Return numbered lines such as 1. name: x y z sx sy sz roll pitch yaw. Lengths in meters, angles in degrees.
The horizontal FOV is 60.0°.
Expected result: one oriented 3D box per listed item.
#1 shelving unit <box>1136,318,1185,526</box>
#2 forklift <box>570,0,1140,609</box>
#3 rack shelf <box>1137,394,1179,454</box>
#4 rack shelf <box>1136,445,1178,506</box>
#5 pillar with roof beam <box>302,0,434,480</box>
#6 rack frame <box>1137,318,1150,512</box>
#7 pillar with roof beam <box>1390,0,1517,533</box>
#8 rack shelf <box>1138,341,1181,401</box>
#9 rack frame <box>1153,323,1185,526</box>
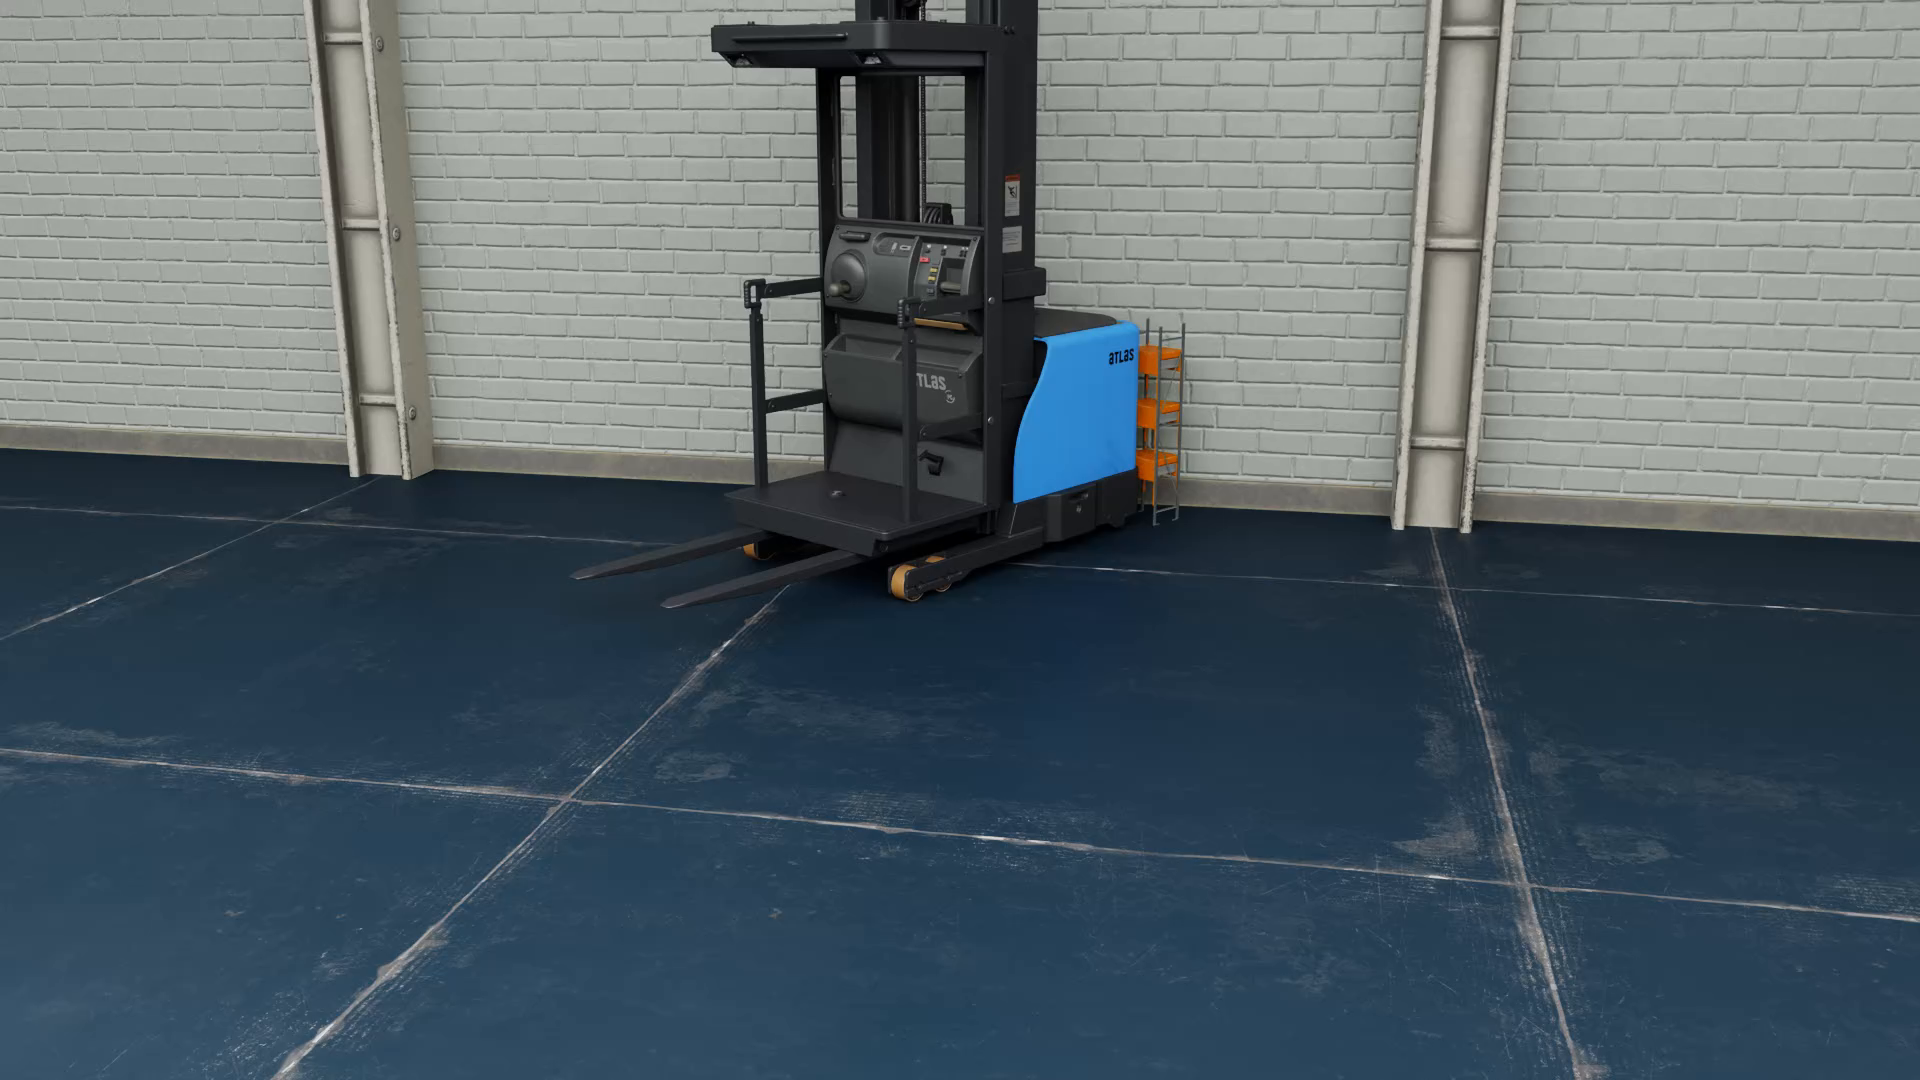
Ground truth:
1. shelving unit: 1.009 -0.623 8.775 0.215 1.050 0.252 -14 21 -41
2. forklift: -0.417 -1.286 7.646 1.130 2.935 3.031 13 20 40
3. rack shelf: 1.009 -0.613 8.777 0.215 0.259 0.240 -14 21 -41
4. rack shelf: 1.009 -0.345 8.852 0.215 0.259 0.240 -14 21 -41
5. pillar with roof beam: -4.249 -3.617 4.691 0.400 9.000 9.100 3 16 11
6. rack frame: 0.926 -0.647 8.861 0.200 1.050 0.008 -14 21 -41
7. pillar with roof beam: 1.630 -3.297 3.539 0.400 9.000 9.100 3 16 11
8. rack shelf: 1.009 -0.886 8.702 0.215 0.259 0.240 -14 21 -41
9. rack frame: 1.092 -0.599 8.688 0.200 1.050 0.008 -14 21 -41
